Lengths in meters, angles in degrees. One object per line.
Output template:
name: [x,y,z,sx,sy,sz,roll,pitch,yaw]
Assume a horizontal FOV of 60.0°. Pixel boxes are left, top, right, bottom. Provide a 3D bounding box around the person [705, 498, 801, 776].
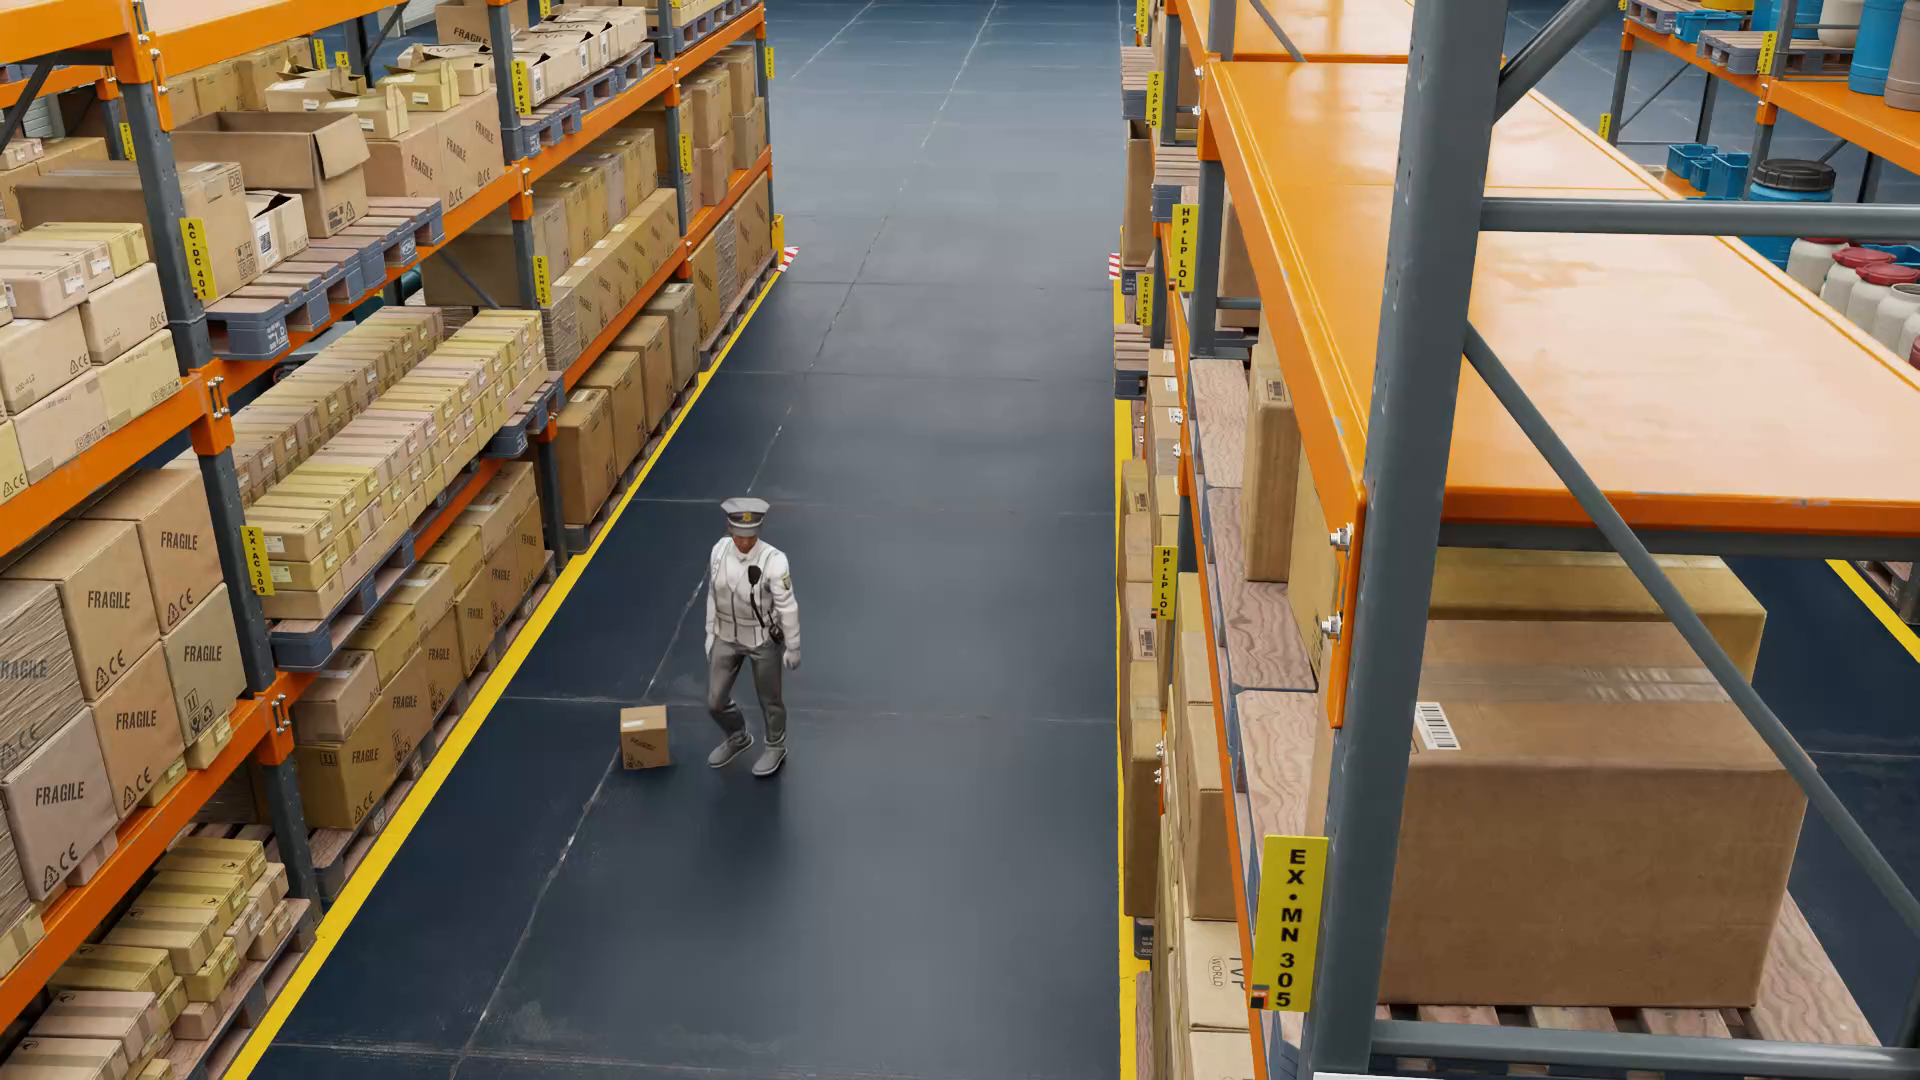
person: [-1.112,0.523,8.821,0.599,1.665,0.434,9,26,20]
